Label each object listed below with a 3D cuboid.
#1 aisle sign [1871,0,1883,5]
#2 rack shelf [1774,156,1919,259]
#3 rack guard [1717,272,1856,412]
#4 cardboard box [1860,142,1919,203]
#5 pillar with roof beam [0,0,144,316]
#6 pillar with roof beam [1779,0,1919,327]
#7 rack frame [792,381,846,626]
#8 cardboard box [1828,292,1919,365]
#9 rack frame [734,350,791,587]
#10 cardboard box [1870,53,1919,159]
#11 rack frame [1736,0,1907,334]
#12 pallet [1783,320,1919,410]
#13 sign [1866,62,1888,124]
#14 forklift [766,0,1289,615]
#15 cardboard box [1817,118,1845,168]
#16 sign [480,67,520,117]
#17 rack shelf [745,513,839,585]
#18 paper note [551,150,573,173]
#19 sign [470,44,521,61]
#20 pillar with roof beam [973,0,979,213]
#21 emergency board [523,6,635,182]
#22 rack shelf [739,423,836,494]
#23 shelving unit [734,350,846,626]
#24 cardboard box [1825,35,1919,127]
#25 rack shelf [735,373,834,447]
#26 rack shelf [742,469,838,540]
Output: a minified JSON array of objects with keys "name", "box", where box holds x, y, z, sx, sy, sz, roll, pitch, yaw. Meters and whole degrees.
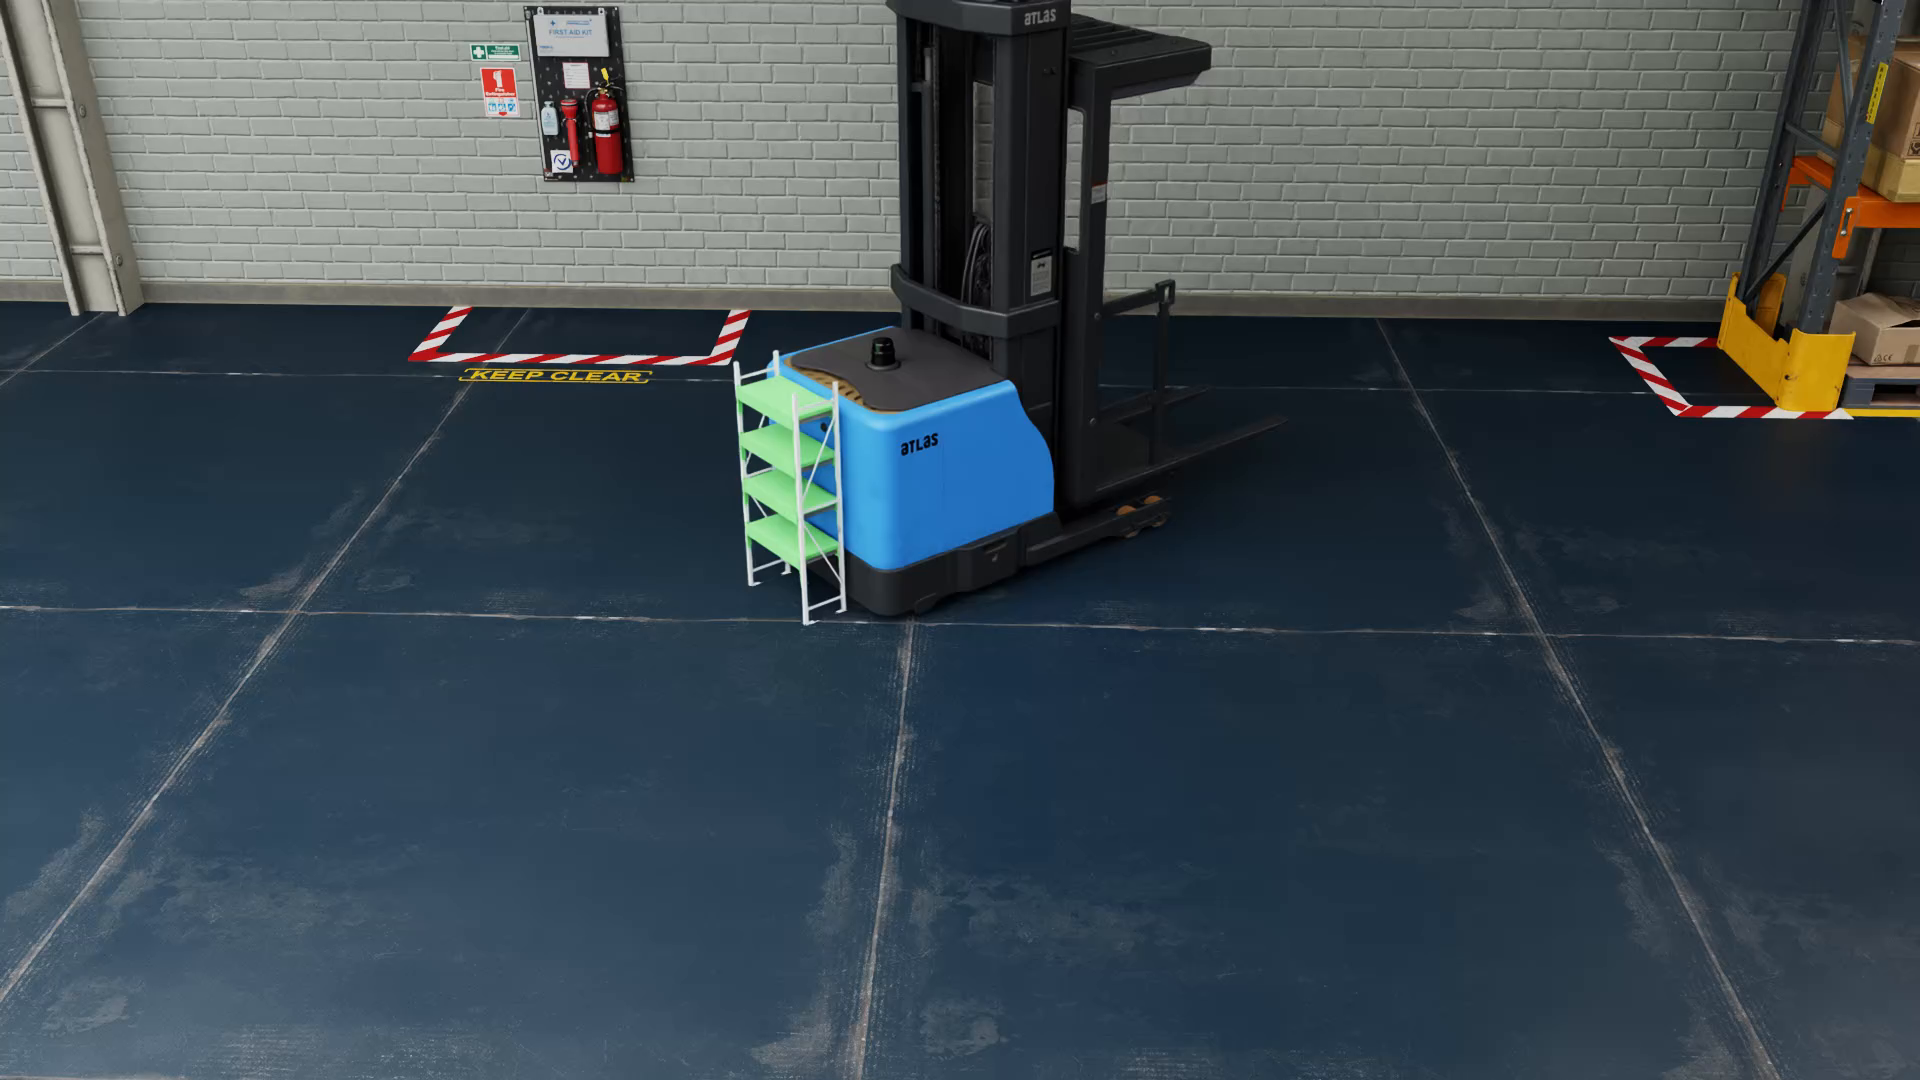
[{"name":"aisle sign","box":[5.104,-3.400,9.186,0.004,0.787,0.394,1,28,2]},{"name":"rack shelf","box":[7.185,-2.040,10.164,4.000,0.370,1.077,1,28,2]},{"name":"rack guard","box":[5.263,-1.285,10.641,0.348,0.500,1.175,1,28,2]},{"name":"cardboard box","box":[5.663,-2.177,9.792,0.500,0.250,0.500,0,28,0]},{"name":"pillar with roof beam","box":[-6.228,-3.618,5.967,0.400,9.000,9.100,1,28,2]},{"name":"pillar with roof beam","box":[5.765,-3.420,5.593,0.400,9.000,9.100,1,28,2]},{"name":"rack frame","box":[-0.652,-0.154,7.759,0.240,1.200,0.015,-21,34,-34]},{"name":"cardboard box","box":[5.875,-1.344,10.483,0.500,0.311,0.500,-2,28,-4]},{"name":"rack frame","box":[-0.958,-0.332,8.095,0.240,1.200,0.015,-21,34,-34]},{"name":"cardboard box","box":[5.653,-2.516,9.632,0.500,0.500,0.500,1,28,2]},{"name":"rack frame","box":[5.187,-2.391,10.058,0.127,3.000,1.000,1,28,2]},{"name":"pallet","box":[6.073,-1.128,10.652,1.213,0.211,1.003,1,28,2]},{"name":"sign","box":[5.168,-2.519,9.376,0.005,0.325,0.100,1,28,2]},{"name":"forklift","box":[0.508,-1.483,8.417,3.031,2.935,1.130,-20,34,-33]},{"name":"cardboard box","box":[5.661,-2.416,10.245,0.500,0.250,0.500,1,28,3]},{"name":"sign","box":[-3.097,-3.015,11.197,0.234,0.329,0.001,1,28,2]},{"name":"rack shelf","box":[-0.805,0.025,8.070,0.258,0.148,0.480,-21,34,-34]},{"name":"paper note","box":[-2.722,-2.588,11.370,0.142,0.148,0.016,1,28,2]},{"name":"sign","box":[-3.093,-3.245,11.065,0.331,0.109,0.001,1,28,2]},{"name":"pillar with roof beam","box":[-0.231,-3.519,5.780,0.400,9.000,9.100,1,28,2]},{"name":"emergency board","box":[-2.548,-2.942,11.097,0.643,1.169,0.194,1,28,2]},{"name":"rack shelf","box":[-0.805,-0.399,7.845,0.258,0.148,0.480,-21,34,-34]},{"name":"shelving unit","box":[-0.805,-0.243,7.927,0.258,1.200,0.503,-21,34,-34]},{"name":"cardboard box","box":[5.665,-2.756,10.085,0.500,0.500,0.500,1,28,1]},{"name":"rack shelf","box":[-0.805,-0.611,7.732,0.258,0.148,0.480,-21,34,-34]},{"name":"rack shelf","box":[-0.805,-0.187,7.957,0.258,0.148,0.480,-21,34,-34]}]
